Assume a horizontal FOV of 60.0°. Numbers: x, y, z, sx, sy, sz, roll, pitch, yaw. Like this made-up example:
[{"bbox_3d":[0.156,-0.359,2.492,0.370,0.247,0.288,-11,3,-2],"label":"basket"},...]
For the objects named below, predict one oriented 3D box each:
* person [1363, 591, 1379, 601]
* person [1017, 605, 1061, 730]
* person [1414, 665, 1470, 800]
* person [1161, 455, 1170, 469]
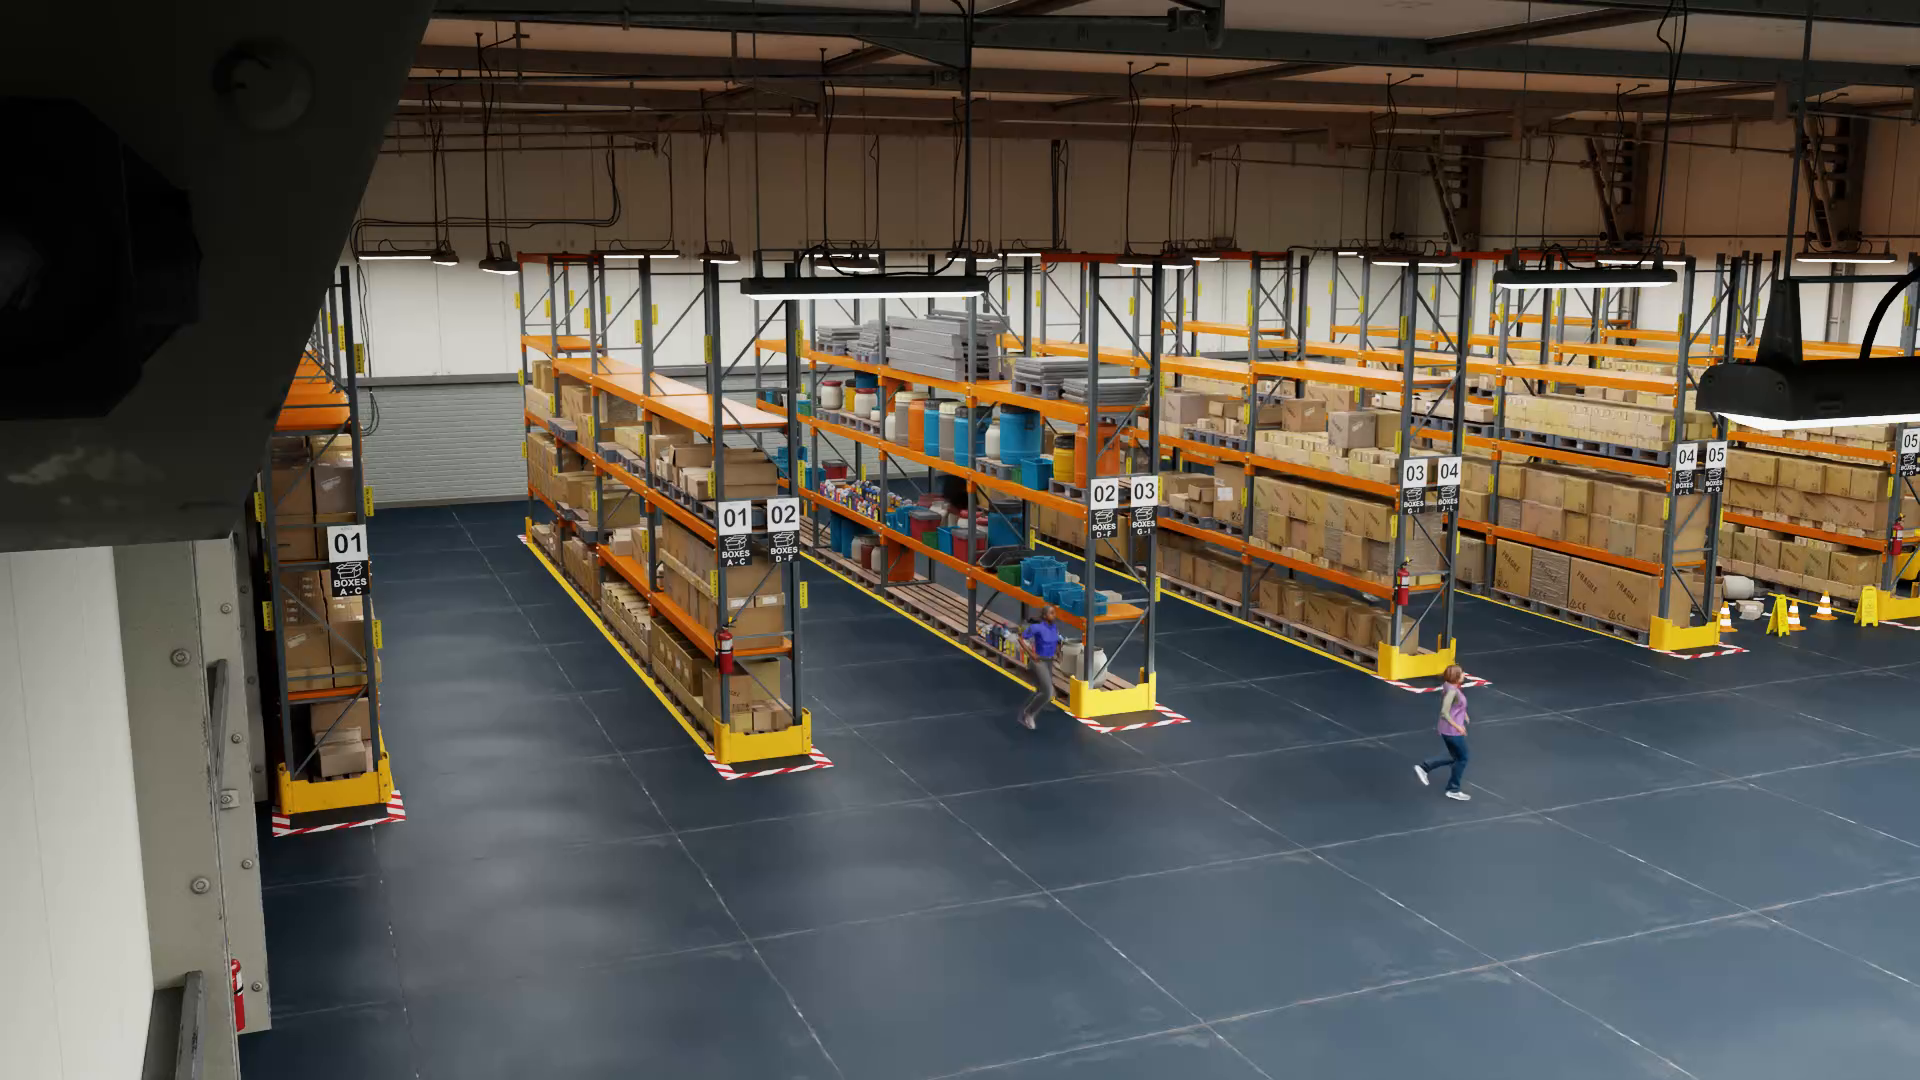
[{"bbox_3d":[7.313,0.221,28.933,0.686,1.742,0.599,-7,13,-34],"label":"person"},{"bbox_3d":[1.072,1.639,21.585,0.593,1.620,0.561,8,13,37],"label":"person"},{"bbox_3d":[5.503,2.179,18.868,0.636,1.571,0.539,2,10,8],"label":"person"},{"bbox_3d":[5.099,-2.090,41.756,0.608,1.678,0.807,-2,11,-10],"label":"person"}]
